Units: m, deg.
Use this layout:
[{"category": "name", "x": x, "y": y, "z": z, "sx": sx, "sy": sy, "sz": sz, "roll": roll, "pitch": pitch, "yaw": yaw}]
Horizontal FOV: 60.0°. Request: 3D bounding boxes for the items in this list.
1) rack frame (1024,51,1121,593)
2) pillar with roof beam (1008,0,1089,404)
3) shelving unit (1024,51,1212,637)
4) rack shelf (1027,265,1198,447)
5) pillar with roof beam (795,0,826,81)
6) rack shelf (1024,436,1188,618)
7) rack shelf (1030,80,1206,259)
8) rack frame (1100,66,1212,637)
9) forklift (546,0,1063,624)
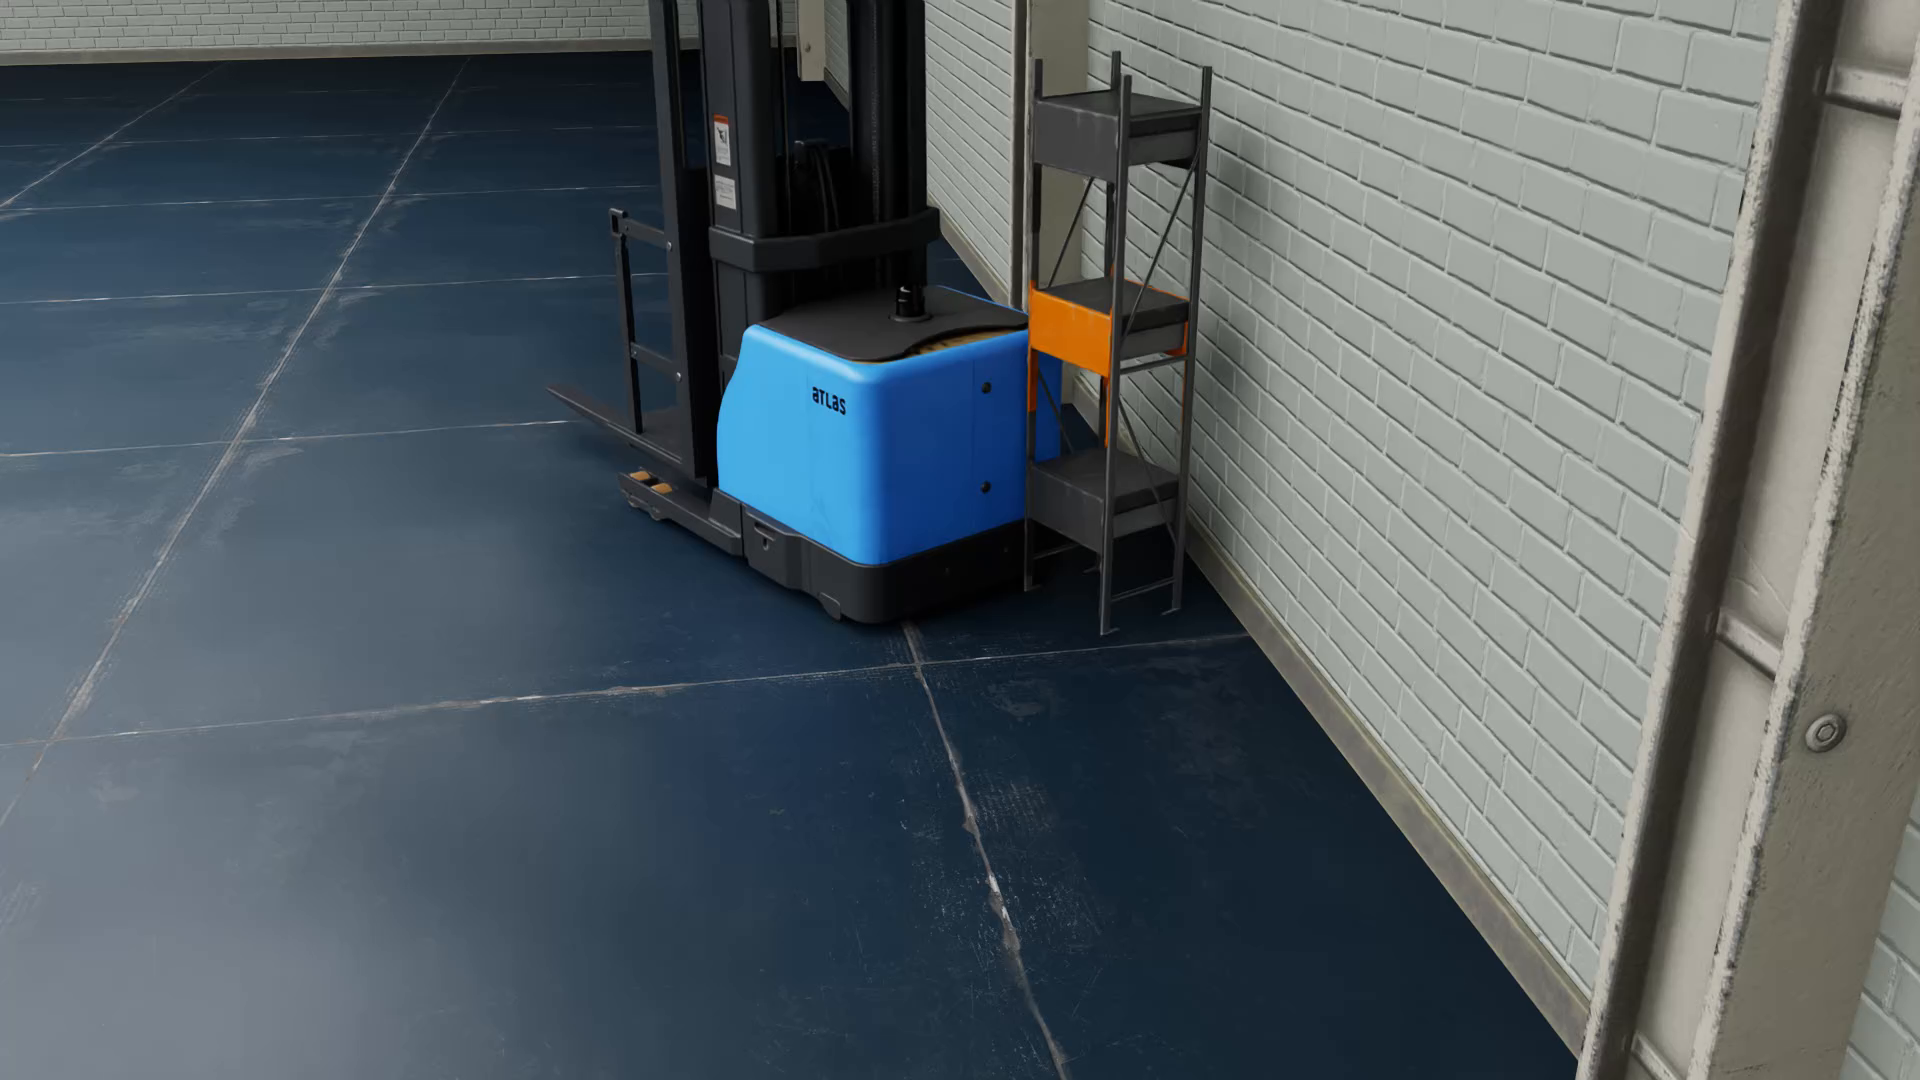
[{"category": "rack frame", "x": 0.427, "y": -0.796, "z": 6.450, "sx": 0.400, "sy": 2.100, "sz": 0.015, "roll": -16, "pitch": 28, "yaw": -32}, {"category": "pillar with roof beam", "x": -3.780, "y": -4.610, "z": 6.563, "sx": 9.100, "sy": 9.000, "sz": 0.400, "roll": -4, "pitch": 24, "yaw": -10}, {"category": "shelving unit", "x": 0.567, "y": -0.717, "z": 6.267, "sx": 0.431, "sy": 2.100, "sz": 0.503, "roll": -16, "pitch": 28, "yaw": -32}, {"category": "rack shelf", "x": 0.567, "y": -0.704, "z": 6.273, "sx": 0.431, "sy": 0.518, "sz": 0.480, "roll": -16, "pitch": 28, "yaw": -32}, {"category": "pillar with roof beam", "x": -5.999, "y": -9.330, "z": 17.370, "sx": 9.100, "sy": 9.000, "sz": 0.400, "roll": -4, "pitch": 24, "yaw": -10}, {"category": "rack shelf", "x": 0.567, "y": -0.063, "z": 6.553, "sx": 0.431, "sy": 0.518, "sz": 0.480, "roll": -16, "pitch": 28, "yaw": -32}, {"category": "rack shelf", "x": 0.567, "y": -1.346, "z": 5.992, "sx": 0.431, "sy": 0.518, "sz": 0.480, "roll": -16, "pitch": 28, "yaw": -32}, {"category": "rack frame", "x": 0.708, "y": -0.637, "z": 6.084, "sx": 0.400, "sy": 2.100, "sz": 0.015, "roll": -16, "pitch": 28, "yaw": -32}, {"category": "forklift", "x": -0.901, "y": -1.542, "z": 7.118, "sx": 1.130, "sy": 2.935, "sz": 3.031, "roll": -18, "pitch": 29, "yaw": -36}]
